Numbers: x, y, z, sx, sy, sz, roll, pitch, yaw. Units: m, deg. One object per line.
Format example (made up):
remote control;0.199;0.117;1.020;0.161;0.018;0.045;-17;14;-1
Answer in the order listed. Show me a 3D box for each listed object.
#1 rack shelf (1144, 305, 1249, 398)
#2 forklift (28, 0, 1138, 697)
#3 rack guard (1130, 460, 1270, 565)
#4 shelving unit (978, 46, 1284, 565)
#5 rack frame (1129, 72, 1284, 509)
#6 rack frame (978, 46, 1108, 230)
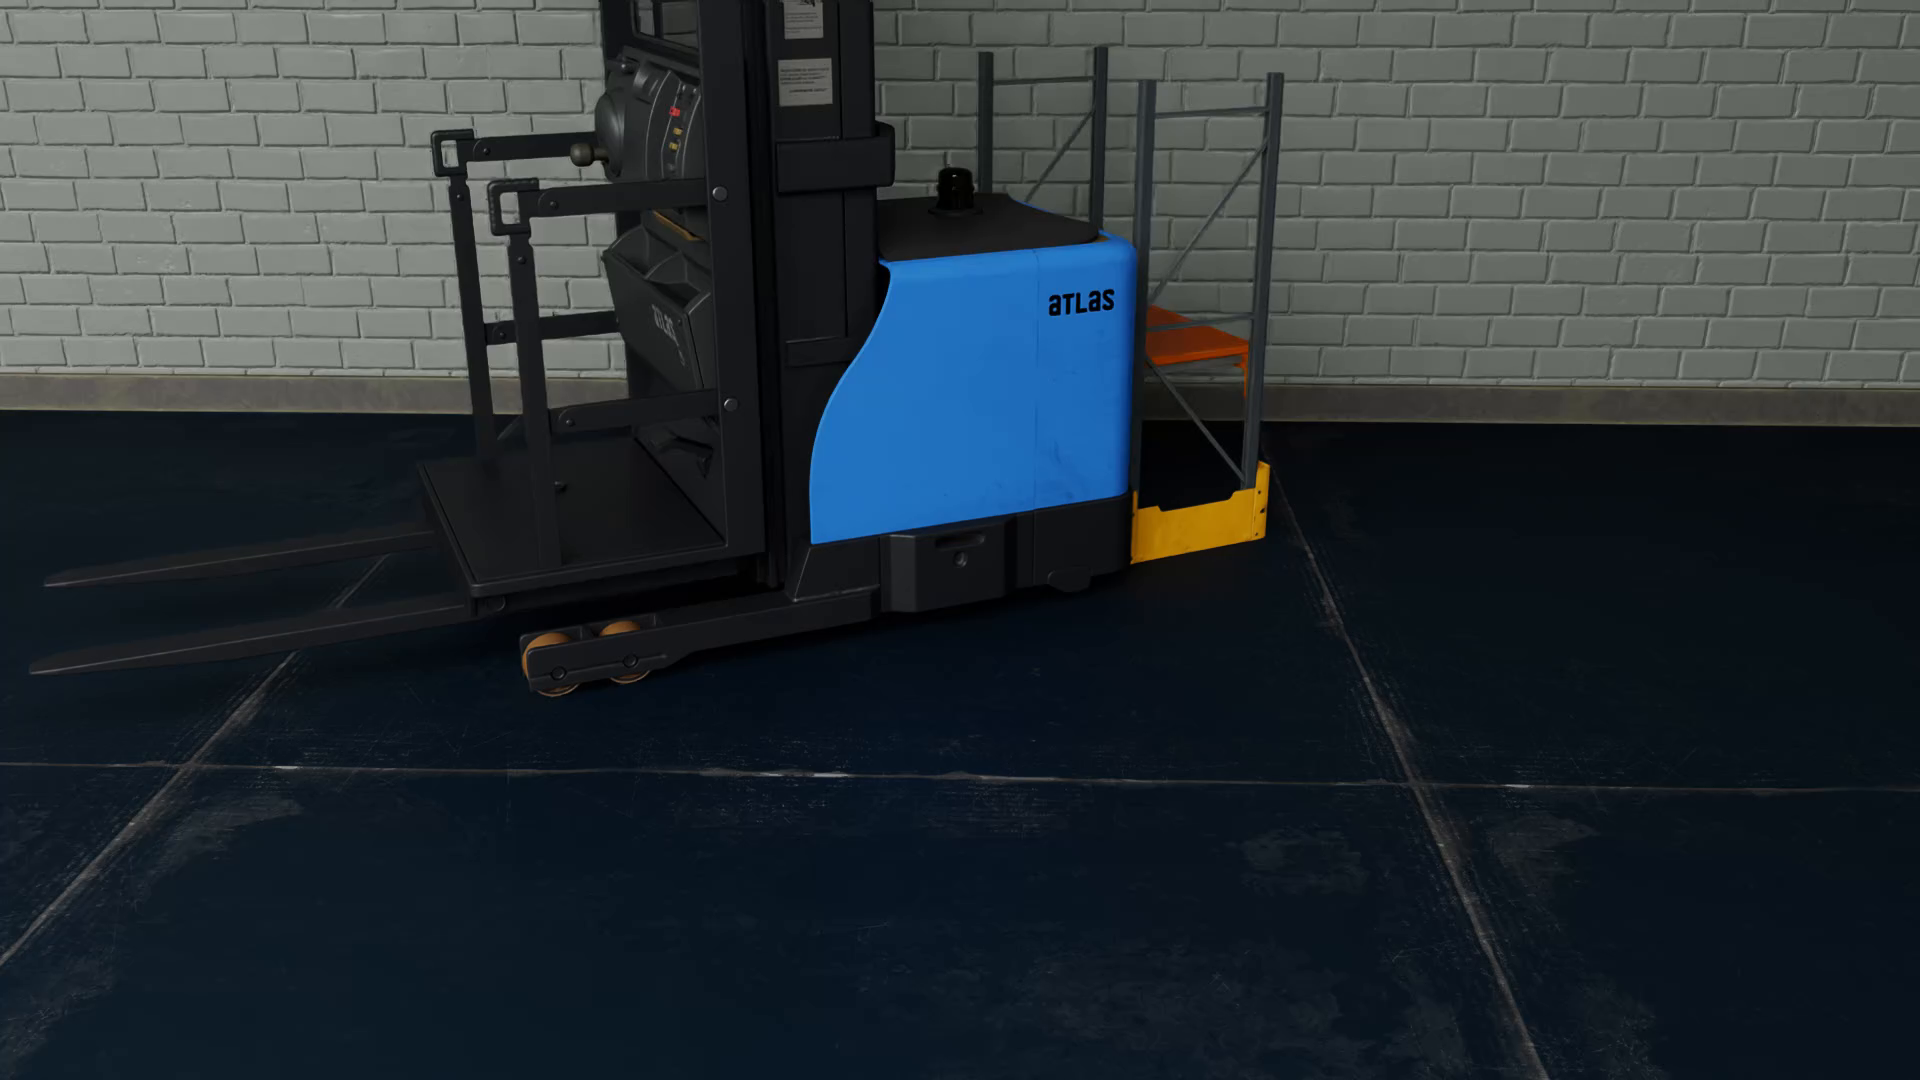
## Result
rack shelf;0.520;-0.670;5.679;0.538;0.185;1.000;-10;23;-25
forklift;-1.033;-1.165;4.479;3.031;2.935;1.130;-9;23;-22
rack guard;0.746;-0.091;5.417;0.587;0.250;0.087;-10;23;-25
shelving unit;0.524;-0.835;5.606;0.587;1.500;1.083;-10;23;-25
rack frame;0.748;-0.673;5.190;0.500;1.500;0.032;-10;23;-25
rack frame;0.292;-1.002;6.037;0.500;1.500;0.032;-10;23;-25
